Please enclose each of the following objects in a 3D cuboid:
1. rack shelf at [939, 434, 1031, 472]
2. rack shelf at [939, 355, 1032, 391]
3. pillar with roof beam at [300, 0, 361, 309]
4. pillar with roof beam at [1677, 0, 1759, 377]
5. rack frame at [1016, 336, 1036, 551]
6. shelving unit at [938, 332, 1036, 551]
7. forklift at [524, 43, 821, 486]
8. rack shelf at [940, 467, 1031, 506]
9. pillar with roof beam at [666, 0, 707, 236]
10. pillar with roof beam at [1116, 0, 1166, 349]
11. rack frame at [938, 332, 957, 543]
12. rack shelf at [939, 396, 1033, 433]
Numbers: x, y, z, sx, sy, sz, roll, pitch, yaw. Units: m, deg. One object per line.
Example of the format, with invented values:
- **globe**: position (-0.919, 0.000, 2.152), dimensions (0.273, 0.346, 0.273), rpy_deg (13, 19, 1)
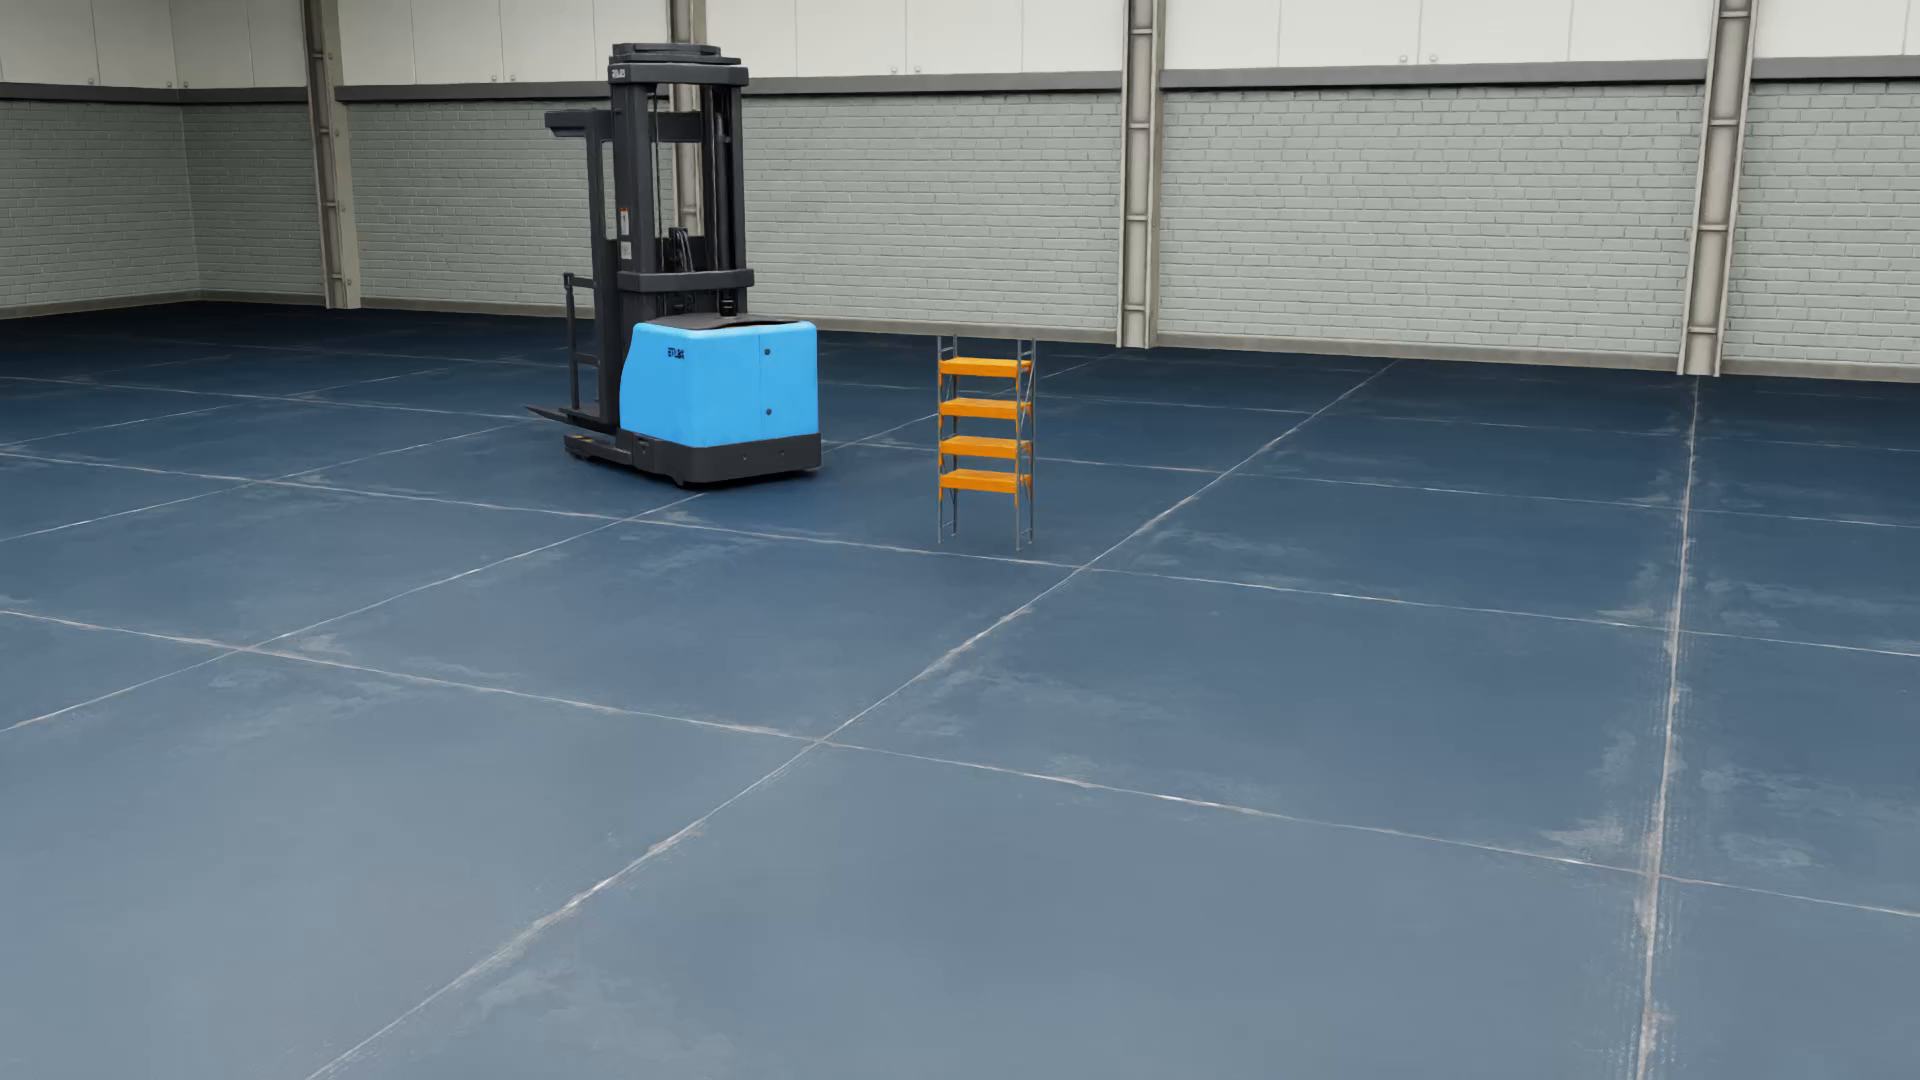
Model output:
- **rack shelf**: position (0.151, -0.503, 9.568), dimensions (0.480, 0.148, 0.258), rpy_deg (6, 14, 23)
- **rack shelf**: position (0.151, -0.951, 9.463), dimensions (0.480, 0.148, 0.258), rpy_deg (6, 14, 23)
- **pillar with roof beam**: position (-10.661, -6.844, 19.224), dimensions (0.400, 9.000, 9.100), rpy_deg (6, 14, 23)
- **pillar with roof beam**: position (5.797, -5.179, 12.126), dimensions (0.400, 9.000, 9.100), rpy_deg (6, 14, 23)
- **rack frame**: position (0.374, -0.546, 9.456), dimensions (0.015, 1.200, 0.240), rpy_deg (6, 14, 23)
- **shelving unit**: position (0.151, -0.569, 9.552), dimensions (0.503, 1.200, 0.258), rpy_deg (6, 14, 23)
- **forklift**: position (-2.292, -2.070, 12.161), dimensions (1.130, 2.935, 3.031), rpy_deg (-11, 17, -38)
- **rack shelf**: position (0.151, -0.310, 9.613), dimensions (0.480, 0.148, 0.258), rpy_deg (6, 14, 23)
- **pillar with roof beam**: position (-5.175, -6.289, 16.858), dimensions (0.400, 9.000, 9.100), rpy_deg (6, 14, 23)
- **pillar with roof beam**: position (0.311, -5.734, 14.492), dimensions (0.400, 9.000, 9.100), rpy_deg (6, 14, 23)
- **rack frame**: position (-0.072, -0.591, 9.649), dimensions (0.015, 1.200, 0.240), rpy_deg (6, 14, 23)
- **rack shelf**: position (0.151, -0.721, 9.517), dimensions (0.480, 0.148, 0.258), rpy_deg (6, 14, 23)
